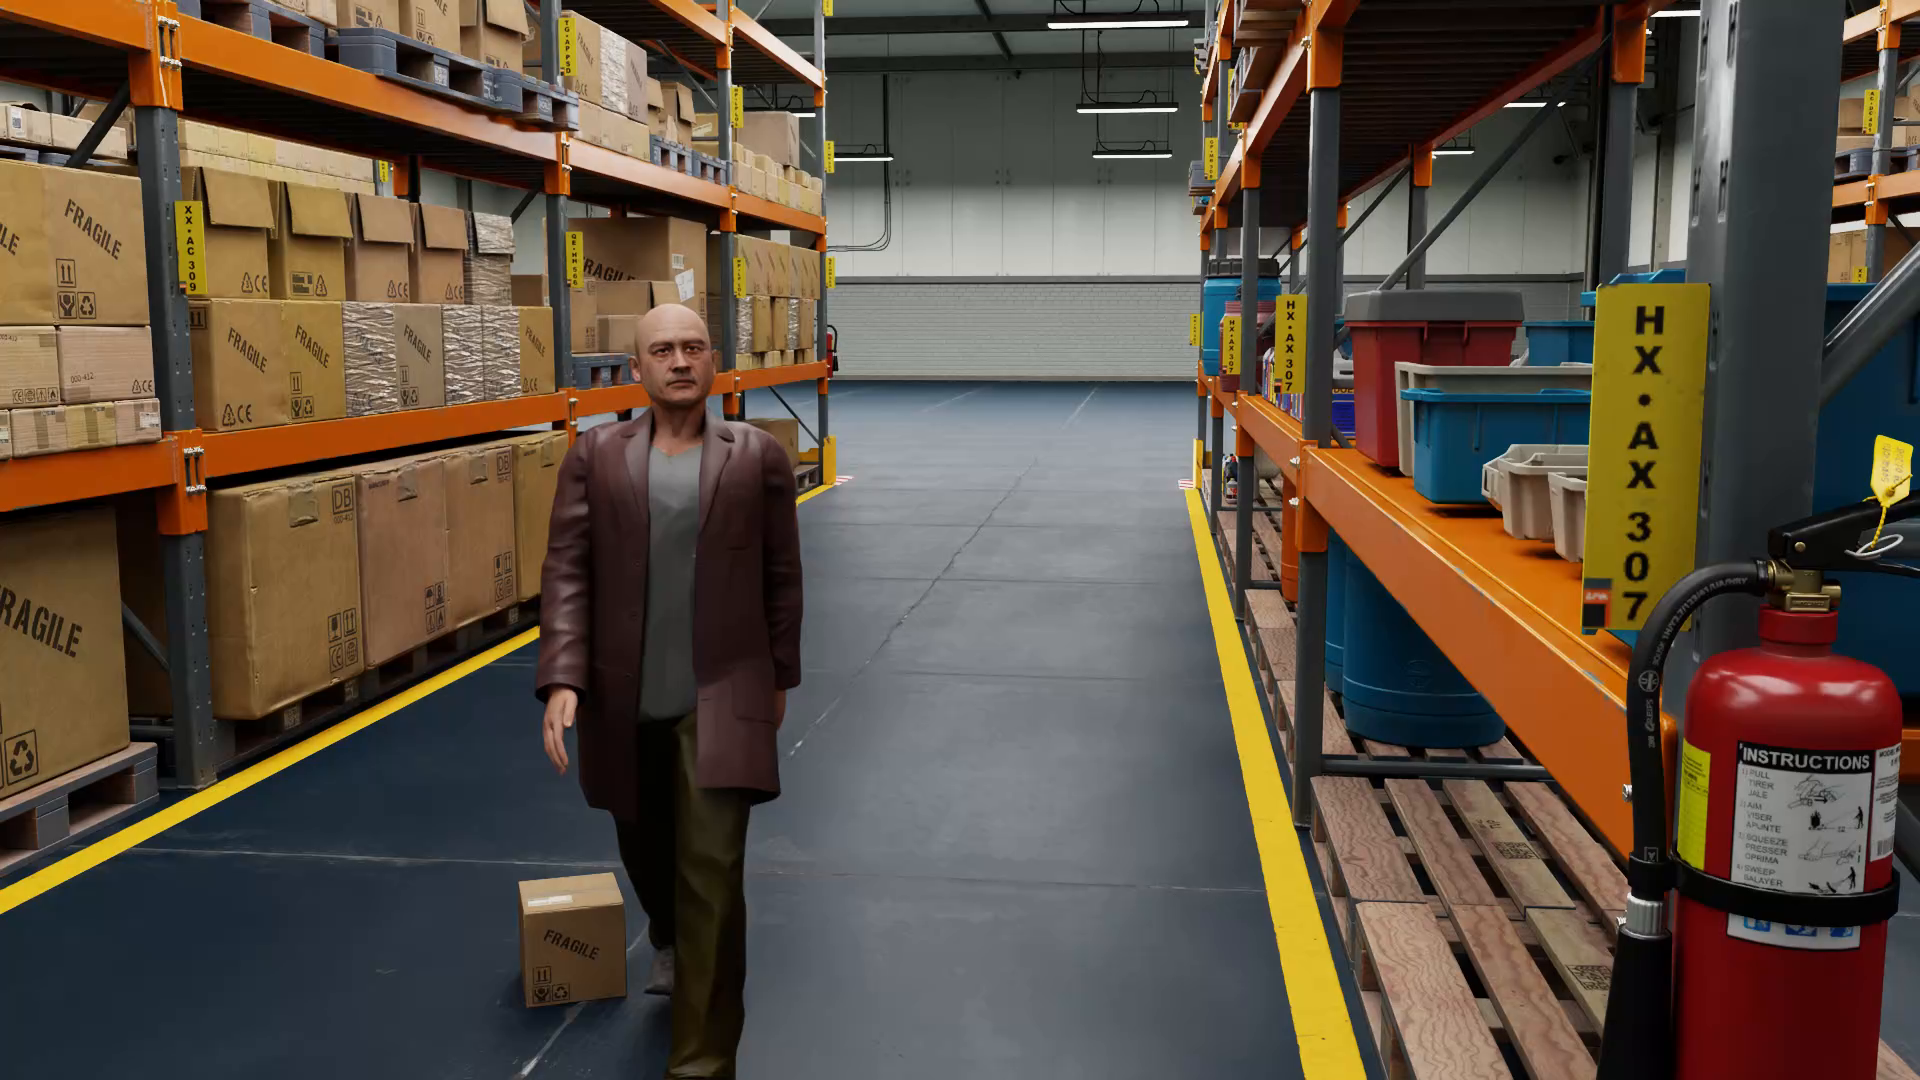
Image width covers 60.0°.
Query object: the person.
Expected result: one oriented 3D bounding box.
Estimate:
[{"bbox_3d":[-0.647,0.158,3.690,0.565,0.939,0.504,0,7,0],"label":"person"}]
